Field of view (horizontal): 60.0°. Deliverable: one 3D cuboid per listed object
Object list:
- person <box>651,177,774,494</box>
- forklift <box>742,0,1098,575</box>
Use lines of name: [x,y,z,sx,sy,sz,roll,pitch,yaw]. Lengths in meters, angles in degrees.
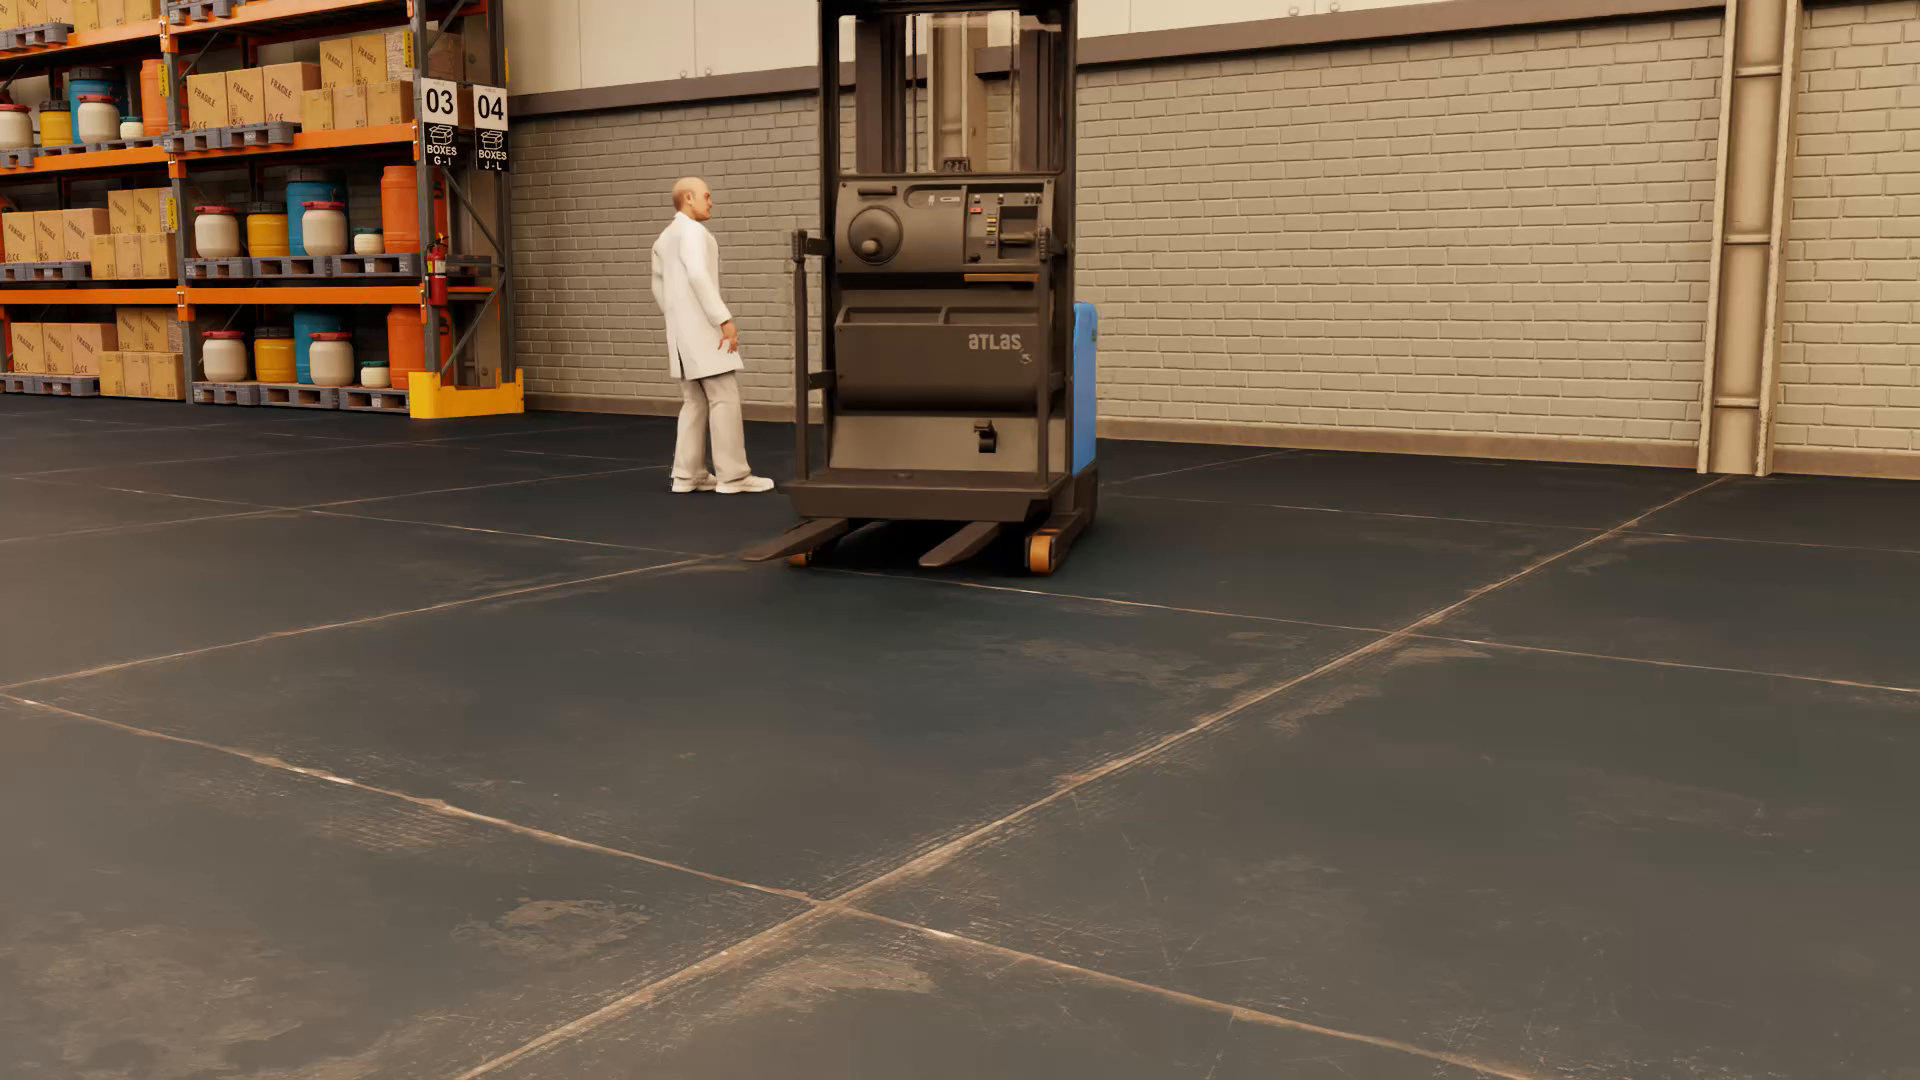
person: [-1.410,-1.163,9.478,0.562,1.776,0.755,-6,10,-36]
forklift: [-0.106,-1.366,6.796,1.130,2.935,3.031,2,8,11]
